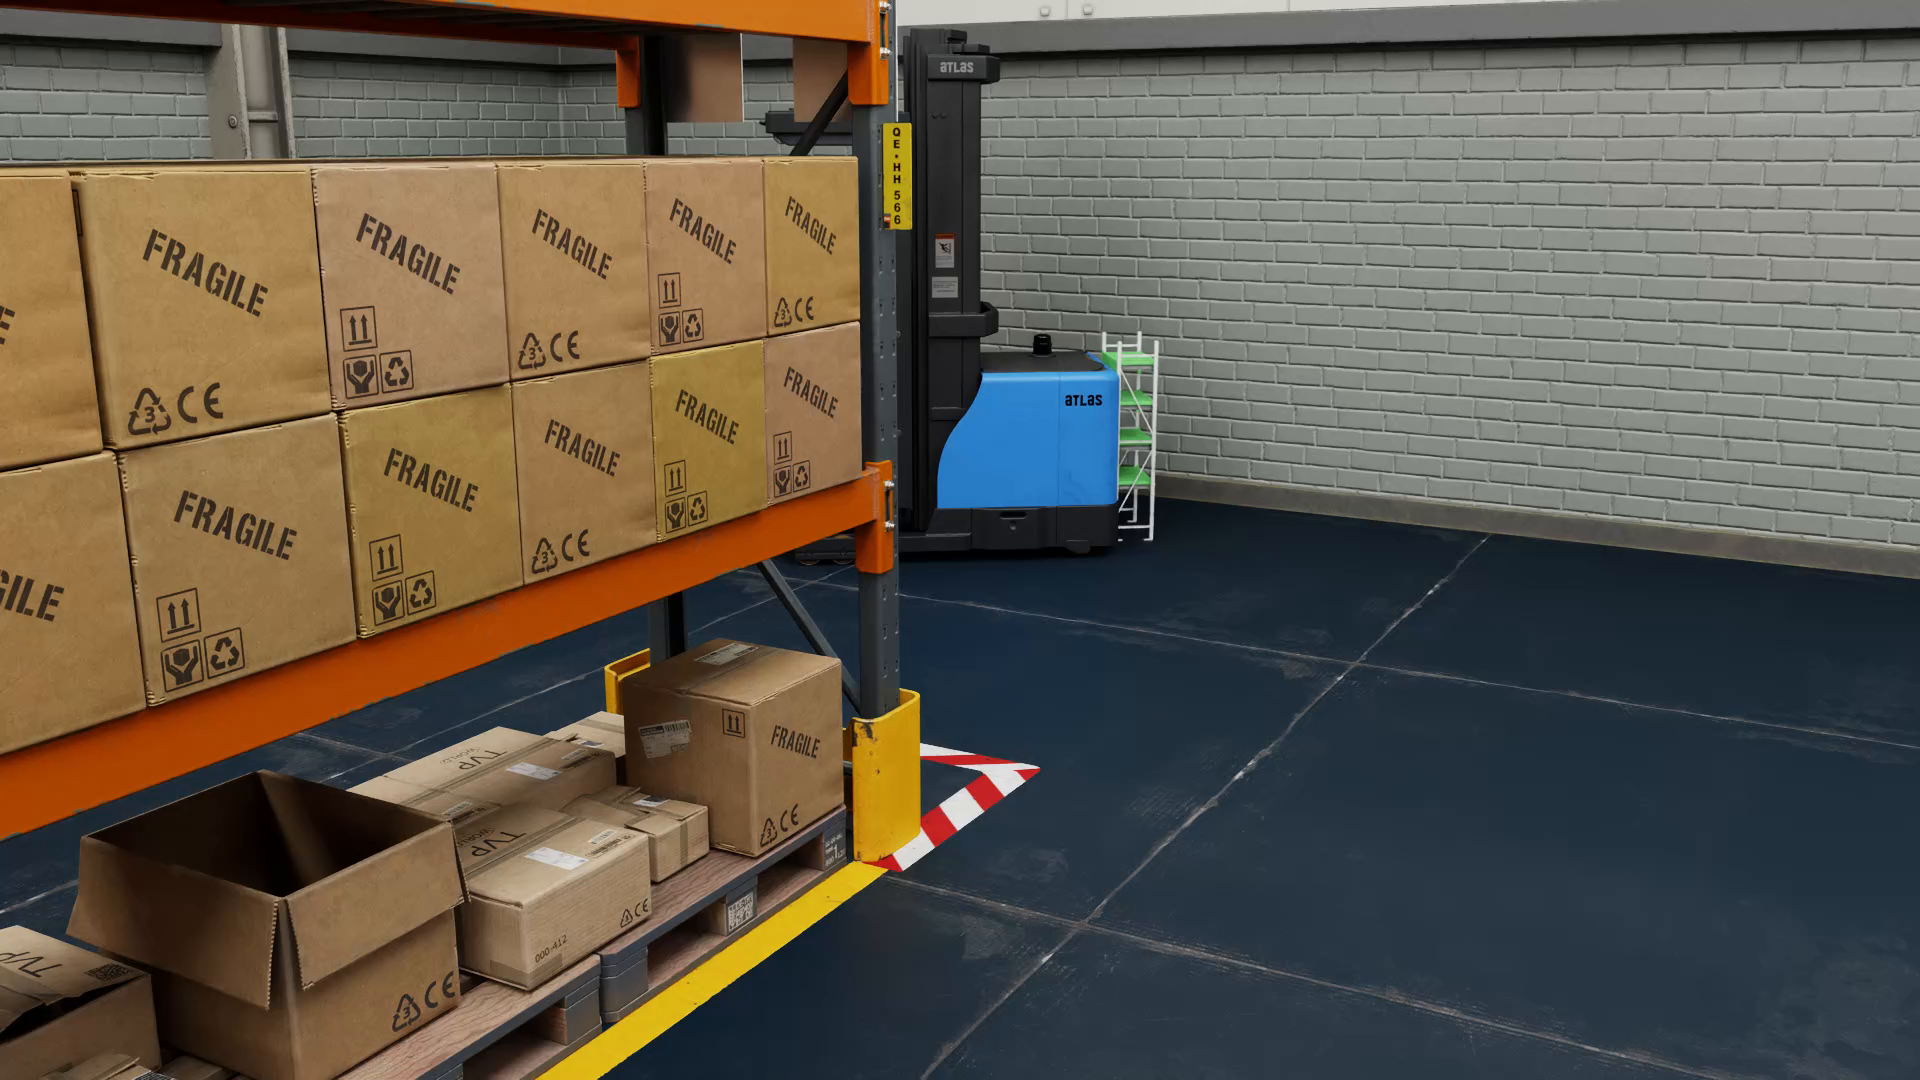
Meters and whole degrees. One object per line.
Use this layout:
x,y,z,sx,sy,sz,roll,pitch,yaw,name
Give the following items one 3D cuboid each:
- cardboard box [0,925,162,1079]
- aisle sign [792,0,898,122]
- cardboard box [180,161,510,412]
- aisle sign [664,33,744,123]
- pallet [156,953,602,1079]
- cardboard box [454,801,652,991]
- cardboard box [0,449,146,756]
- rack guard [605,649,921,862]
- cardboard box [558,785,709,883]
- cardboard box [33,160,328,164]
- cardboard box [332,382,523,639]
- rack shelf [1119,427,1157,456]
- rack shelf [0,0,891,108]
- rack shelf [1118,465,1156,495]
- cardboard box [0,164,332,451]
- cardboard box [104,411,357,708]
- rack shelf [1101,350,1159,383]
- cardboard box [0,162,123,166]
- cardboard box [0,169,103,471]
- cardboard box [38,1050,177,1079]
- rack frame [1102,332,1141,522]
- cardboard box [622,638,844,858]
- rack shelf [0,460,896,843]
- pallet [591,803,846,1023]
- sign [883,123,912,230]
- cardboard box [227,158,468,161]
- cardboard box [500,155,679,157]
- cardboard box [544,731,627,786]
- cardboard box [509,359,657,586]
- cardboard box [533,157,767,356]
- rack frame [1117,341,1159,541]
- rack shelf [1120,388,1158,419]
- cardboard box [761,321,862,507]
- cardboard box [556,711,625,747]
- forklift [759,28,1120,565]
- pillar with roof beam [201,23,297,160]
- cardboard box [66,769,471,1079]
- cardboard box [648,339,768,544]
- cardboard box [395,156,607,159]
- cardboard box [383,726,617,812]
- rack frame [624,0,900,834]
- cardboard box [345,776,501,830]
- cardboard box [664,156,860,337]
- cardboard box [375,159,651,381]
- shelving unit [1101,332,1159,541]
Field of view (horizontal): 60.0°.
-2.216,1.119,3.789,0.500,0.311,0.500,7,15,28,cardboard box
-0.371,-1.735,5.282,0.394,0.787,0.004,7,15,28,aisle sign
-1.385,-0.588,3.725,0.500,0.500,0.500,8,16,30,cardboard box
-0.896,-1.803,5.564,0.394,0.787,0.004,7,15,28,aisle sign
-1.684,1.293,4.222,1.003,0.211,1.213,7,15,28,pallet
-1.205,0.962,4.571,0.500,0.250,0.500,7,15,28,cardboard box
-1.876,0.101,3.000,0.500,0.500,0.500,8,16,29,cardboard box
-0.709,0.739,5.901,1.175,0.500,0.348,7,15,28,rack guard
-0.994,0.884,5.073,0.380,0.166,0.250,7,15,28,cardboard box
-1.855,-0.651,3.986,0.500,0.500,0.500,7,15,28,cardboard box
-1.388,-0.106,3.858,0.500,0.500,0.500,7,15,27,cardboard box
1.019,-0.576,10.135,0.258,0.148,0.480,-1,14,-6,rack shelf
-1.639,-1.190,3.704,1.077,0.370,4.000,7,15,28,rack shelf
1.019,-0.342,10.191,0.258,0.148,0.480,-1,14,-6,rack shelf
-1.634,-0.482,3.285,0.500,0.500,0.500,7,15,26,cardboard box
-1.632,-0.001,3.425,0.500,0.500,0.500,7,15,28,cardboard box
1.019,-1.042,10.022,0.258,0.148,0.480,-1,14,-6,rack shelf
-2.099,-0.548,3.558,0.500,0.500,0.500,8,15,28,cardboard box
-1.883,-0.376,2.848,0.500,0.500,0.500,7,15,26,cardboard box
-1.804,1.252,3.546,0.380,0.166,0.250,7,15,28,cardboard box
0.995,-0.695,10.356,0.240,1.200,0.015,-1,14,-6,rack frame
-0.720,0.649,5.336,0.500,0.500,0.500,7,15,28,cardboard box
-1.639,0.268,4.055,1.077,0.370,4.000,7,15,28,rack shelf
-1.094,1.043,5.256,1.003,0.211,1.213,7,15,28,pallet
-0.196,-1.141,5.222,0.100,0.325,0.005,7,15,28,sign
-1.610,-0.755,4.418,0.500,0.500,0.500,8,16,29,cardboard box
-1.118,-0.965,5.290,0.500,0.500,0.500,8,16,30,cardboard box
-1.296,0.770,5.546,0.380,0.166,0.250,7,15,28,cardboard box
-1.144,-0.209,4.287,0.500,0.500,0.500,8,15,28,cardboard box
-0.890,-0.800,4.606,0.500,0.500,0.500,8,16,30,cardboard box
1.044,-0.581,9.884,0.240,1.200,0.015,-1,14,-6,rack frame
1.019,-0.809,10.078,0.258,0.148,0.480,-1,14,-6,rack shelf
-0.651,-0.418,5.152,0.500,0.500,0.500,8,16,30,cardboard box
-1.176,0.727,5.761,0.380,0.149,0.250,7,15,28,cardboard box
-0.626,-1.411,9.634,3.031,2.935,1.130,-1,14,-5,forklift
-0.694,-4.133,7.976,9.100,9.000,0.400,7,15,28,pillar with roof beam
-1.702,0.943,4.111,0.797,0.503,0.637,7,15,28,cardboard box
-0.898,-0.311,4.709,0.500,0.500,0.500,8,15,29,cardboard box
-1.364,-0.857,4.842,0.500,0.500,0.500,8,15,29,cardboard box
-1.425,0.813,5.189,0.500,0.250,0.500,7,15,28,cardboard box
-0.672,-0.492,5.673,1.000,3.000,0.127,7,15,28,rack frame
-1.667,0.916,4.763,0.500,0.250,0.500,7,15,28,cardboard box
-0.647,-0.904,5.036,0.500,0.500,0.500,7,15,28,cardboard box
-1.137,-0.693,4.162,0.500,0.500,0.500,8,16,30,cardboard box
1.019,-0.638,10.120,0.258,1.200,0.503,-1,14,-6,shelving unit
